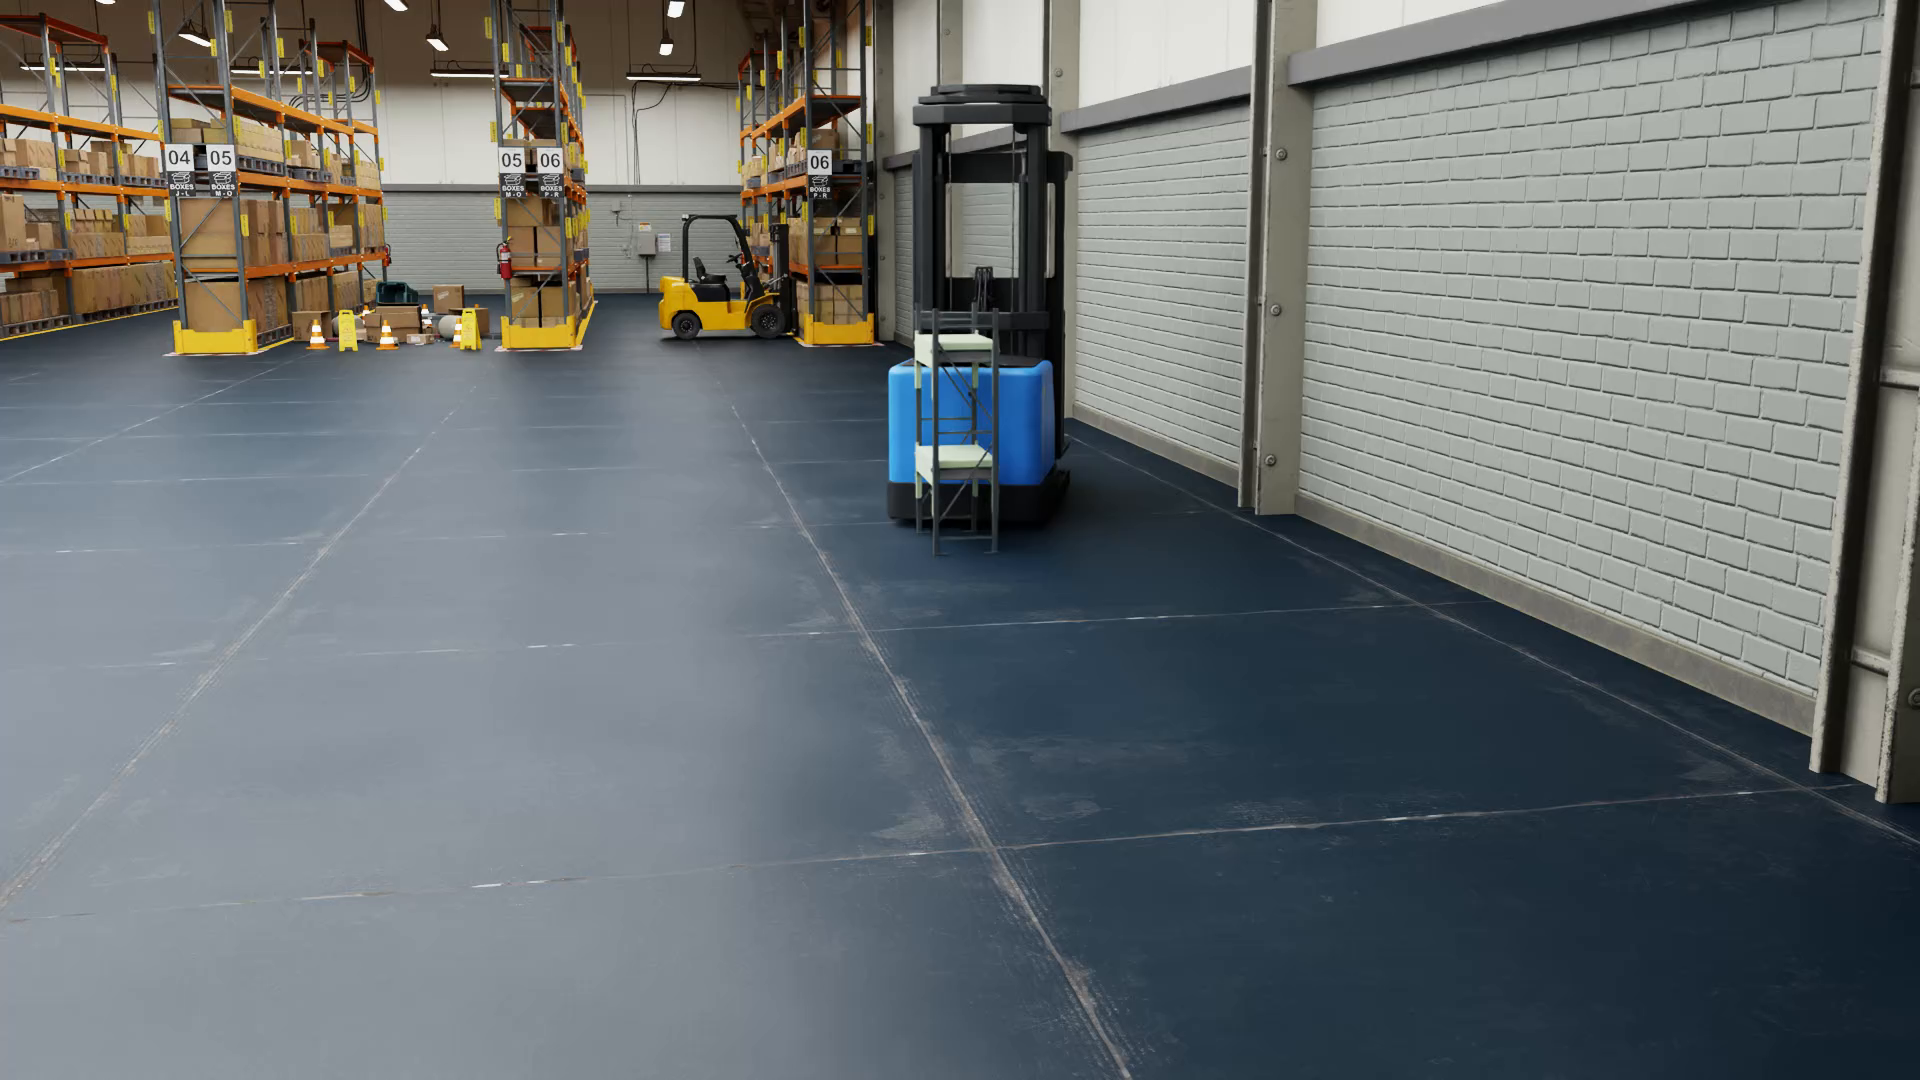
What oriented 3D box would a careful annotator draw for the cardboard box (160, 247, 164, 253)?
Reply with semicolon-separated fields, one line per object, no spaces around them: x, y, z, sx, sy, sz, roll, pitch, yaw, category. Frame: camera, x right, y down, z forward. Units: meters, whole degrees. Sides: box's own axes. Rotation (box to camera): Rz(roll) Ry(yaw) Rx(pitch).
-19.219;-6.907;39.637;0.380;0.149;0.250;-2;11;-10;cardboard box

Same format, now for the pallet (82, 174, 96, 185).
-18.601;-7.459;34.343;1.003;0.211;1.213;-2;11;-8;pallet

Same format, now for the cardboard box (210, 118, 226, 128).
-11.515;-6.521;26.063;0.380;0.149;0.250;-2;11;-10;cardboard box

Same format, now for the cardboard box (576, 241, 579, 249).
-7.728;-5.819;32.796;0.380;0.149;0.250;-2;11;-9;cardboard box

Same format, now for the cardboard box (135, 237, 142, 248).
-18.907;-6.750;37.743;0.500;0.250;0.500;-2;11;-11;cardboard box

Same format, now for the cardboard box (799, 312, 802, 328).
-2.547;-3.853;29.147;0.500;0.250;0.500;-2;11;-11;cardboard box

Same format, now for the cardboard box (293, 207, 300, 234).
-12.842;-6.003;31.272;0.700;0.500;0.500;-2;11;-11;cardboard box

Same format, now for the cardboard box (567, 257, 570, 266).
-6.829;-4.742;28.259;0.380;0.149;0.250;-2;11;-10;cardboard box

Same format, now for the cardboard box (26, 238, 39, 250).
-17.614;-5.601;31.337;0.396;0.266;0.258;-2;11;-13;cardboard box

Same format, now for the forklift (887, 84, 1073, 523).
0.241;-1.782;12.218;1.130;2.935;3.031;2;11;8;forklift

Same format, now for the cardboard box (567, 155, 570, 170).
-7.255;-6.766;29.803;0.500;0.250;0.500;-2;11;-12;cardboard box

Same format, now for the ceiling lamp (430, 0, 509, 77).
-12.939;-13.803;43.538;2.000;3.185;0.800;-2;11;-11;ceiling lamp

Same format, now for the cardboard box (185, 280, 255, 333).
-11.959;-3.736;26.861;0.875;0.875;0.875;-2;11;-11;cardboard box

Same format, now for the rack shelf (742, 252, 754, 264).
-4.781;-7.045;41.613;1.077;0.370;4.000;-2;11;-11;rack shelf

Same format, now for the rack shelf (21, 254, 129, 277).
-18.592;-5.770;34.913;1.077;0.370;4.000;-2;11;-11;rack shelf

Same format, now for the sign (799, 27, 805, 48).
-2.593;-8.259;27.310;0.100;0.325;0.005;-2;11;-11;sign

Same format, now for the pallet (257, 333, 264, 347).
-11.994;-3.225;27.077;1.003;0.211;1.213;-2;11;-11;pallet

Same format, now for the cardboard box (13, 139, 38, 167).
-17.673;-7.261;31.198;0.500;0.500;0.500;-2;11;-10;cardboard box

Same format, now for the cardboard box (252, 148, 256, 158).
-11.711;-6.316;27.119;0.380;0.149;0.250;-2;11;-11;cardboard box

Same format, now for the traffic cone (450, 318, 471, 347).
-8.275;-3.435;27.509;0.336;0.463;0.334;-2;11;-11;traffic cone

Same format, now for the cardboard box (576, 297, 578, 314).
-7.952;-4.527;32.361;0.950;0.372;0.625;-1;11;-7;cardboard box

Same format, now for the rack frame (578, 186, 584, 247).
-9.260;-6.851;38.667;1.000;3.000;0.127;-2;11;-11;rack frame

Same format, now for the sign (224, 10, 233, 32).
-11.217;-7.954;25.497;0.100;0.325;0.005;-2;11;-11;sign

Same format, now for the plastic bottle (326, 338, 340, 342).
-10.794;-3.463;28.727;0.283;0.061;0.133;-6;13;-31;plastic bottle

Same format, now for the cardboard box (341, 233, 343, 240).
-13.565;-6.574;35.965;0.380;0.149;0.250;-2;11;-11;cardboard box

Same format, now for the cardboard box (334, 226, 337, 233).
-13.422;-6.578;35.192;0.380;0.149;0.250;-2;11;-8;cardboard box

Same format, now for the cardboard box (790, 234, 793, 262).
-2.888;-5.428;30.924;0.500;0.500;0.500;-2;11;-10;cardboard box

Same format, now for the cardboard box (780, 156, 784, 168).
-3.216;-7.374;32.240;0.500;0.311;0.500;-2;11;-13;cardboard box

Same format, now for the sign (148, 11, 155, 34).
-12.297;-7.879;25.315;0.100;0.325;0.005;-2;11;-11;sign

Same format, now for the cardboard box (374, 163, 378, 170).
-14.521;-9.177;40.863;0.380;0.149;0.250;-2;11;-12;cardboard box

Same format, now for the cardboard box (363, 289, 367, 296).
-13.853;-5.682;38.234;0.380;0.149;0.250;-2;11;-8;cardboard box

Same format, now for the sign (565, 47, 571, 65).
-7.169;-8.845;30.388;0.100;0.325;0.005;-2;11;-11;sign

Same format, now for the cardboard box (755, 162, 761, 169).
-4.407;-8.432;37.441;0.380;0.149;0.250;-2;11;-11;cardboard box

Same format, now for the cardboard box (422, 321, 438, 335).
-9.651;-3.813;30.019;0.396;0.266;0.258;9;14;38;cardboard box

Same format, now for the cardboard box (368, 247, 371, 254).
-14.134;-6.832;39.242;0.380;0.149;0.250;-2;11;-8;cardboard box

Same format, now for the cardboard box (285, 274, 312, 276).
-13.708;-5.381;34.503;0.500;0.250;0.500;-2;11;-12;cardboard box

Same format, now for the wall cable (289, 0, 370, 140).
-17.478;-12.914;45.873;2.277;5.999;0.120;-2;11;-11;wall cable

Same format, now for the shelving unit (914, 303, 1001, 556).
-0.026;-0.715;10.441;0.431;1.500;0.755;-2;11;-9;shelving unit

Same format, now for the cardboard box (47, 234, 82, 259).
-18.031;-5.905;33.430;0.500;0.500;0.500;-2;11;-9;cardboard box

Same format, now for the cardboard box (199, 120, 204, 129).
-12.258;-6.591;26.428;0.380;0.149;0.250;-2;11;-10;cardboard box

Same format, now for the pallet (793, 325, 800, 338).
-2.482;-3.823;30.218;1.003;0.211;1.213;-2;11;-11;pallet

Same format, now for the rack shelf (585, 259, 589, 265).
-9.649;-6.864;40.661;1.077;0.370;4.000;-2;11;-11;rack shelf

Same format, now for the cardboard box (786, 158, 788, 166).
-3.047;-7.077;31.114;0.380;0.149;0.250;-2;11;-10;cardboard box

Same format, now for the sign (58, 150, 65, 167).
-17.670;-7.503;32.692;0.100;0.325;0.005;-2;11;-11;sign

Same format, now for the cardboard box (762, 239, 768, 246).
-4.118;-6.488;36.308;0.380;0.149;0.250;-2;11;-10;cardboard box

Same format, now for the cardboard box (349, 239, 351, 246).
-13.773;-6.622;37.013;0.380;0.149;0.250;-2;11;-11;cardboard box

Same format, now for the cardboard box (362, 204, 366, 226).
-14.061;-7.525;38.471;0.500;0.500;0.500;-2;11;-13;cardboard box

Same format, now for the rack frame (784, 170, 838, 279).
-2.836;-5.565;31.910;1.000;3.000;0.127;-2;11;-11;rack frame

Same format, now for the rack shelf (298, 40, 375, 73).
-14.485;-11.245;38.746;1.077;0.370;4.000;-2;11;-11;rack shelf
